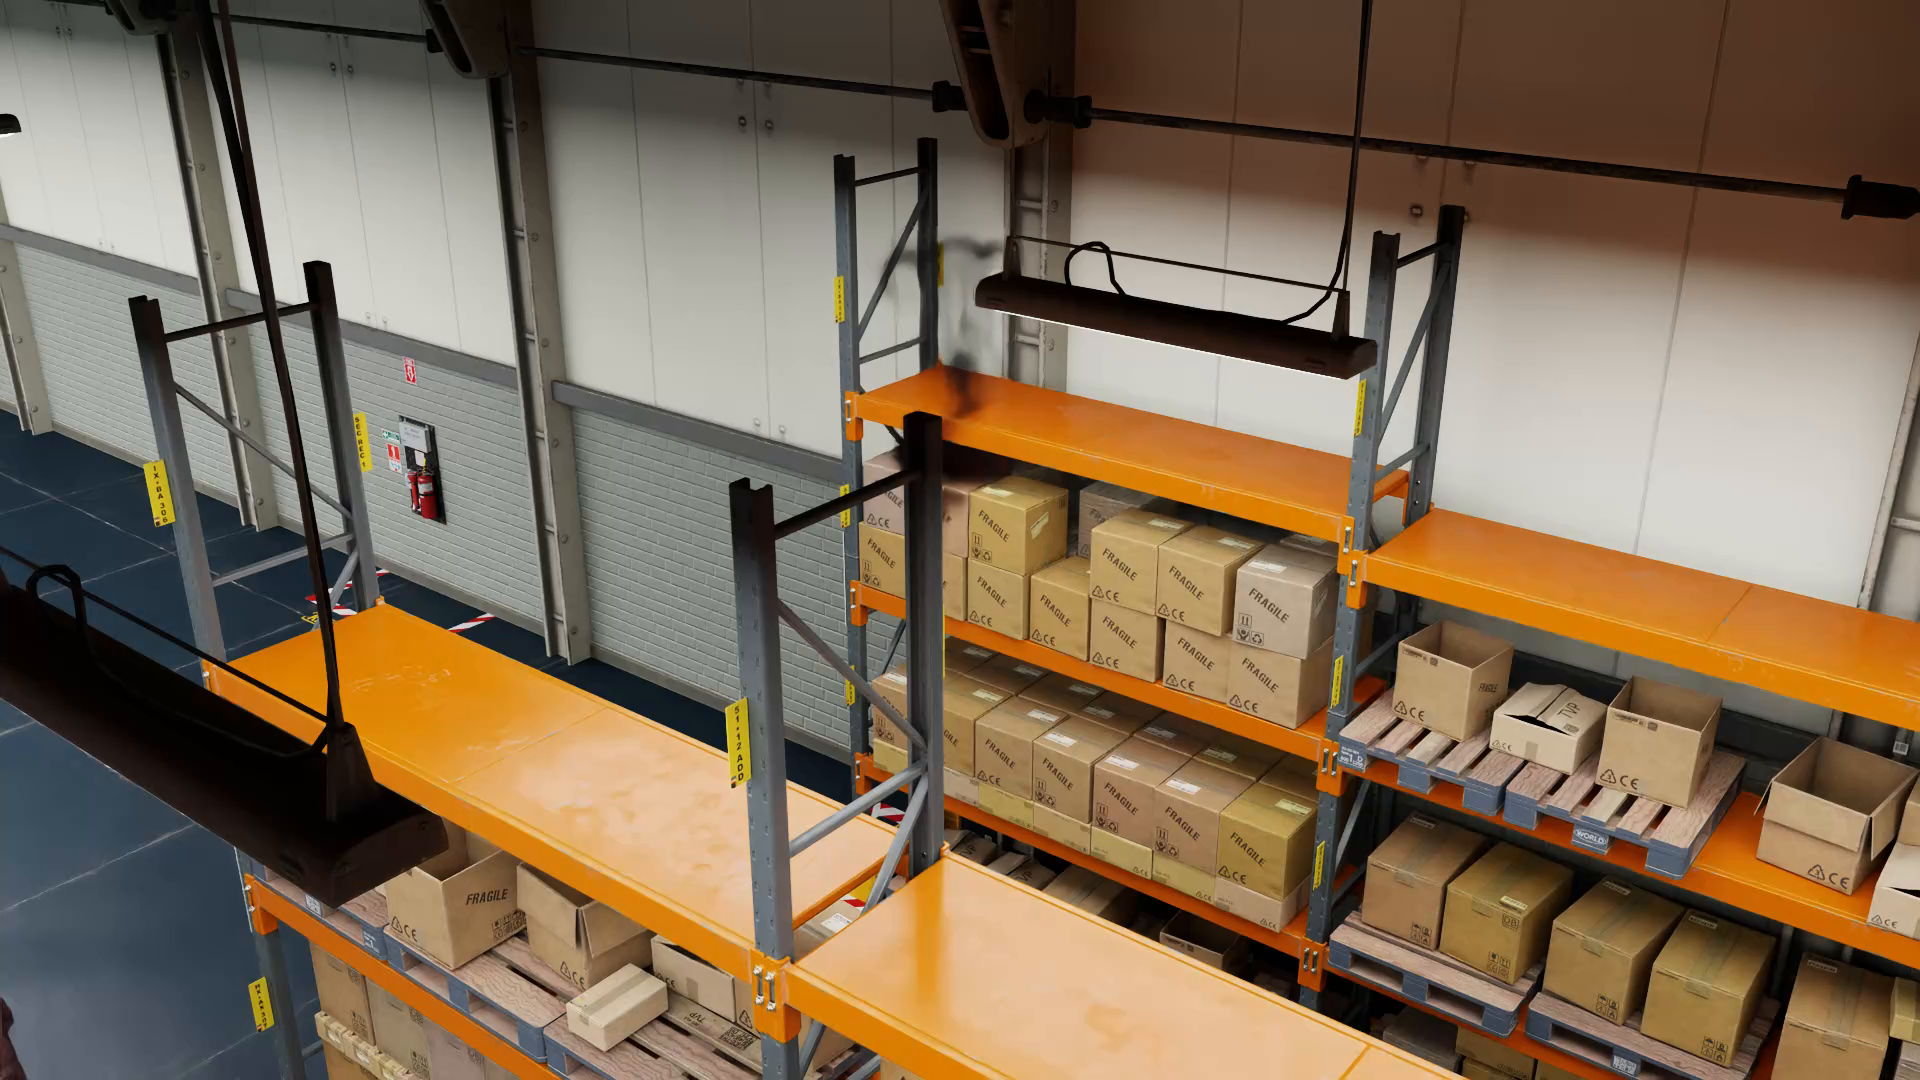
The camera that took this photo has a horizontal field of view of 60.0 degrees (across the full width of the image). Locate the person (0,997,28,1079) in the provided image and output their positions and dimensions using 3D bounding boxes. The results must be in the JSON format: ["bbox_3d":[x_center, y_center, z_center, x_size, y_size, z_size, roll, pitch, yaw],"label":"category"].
[{"bbox_3d":[-5.872,3.399,10.260,0.726,1.748,0.708,-13,26,-28],"label":"person"}]
